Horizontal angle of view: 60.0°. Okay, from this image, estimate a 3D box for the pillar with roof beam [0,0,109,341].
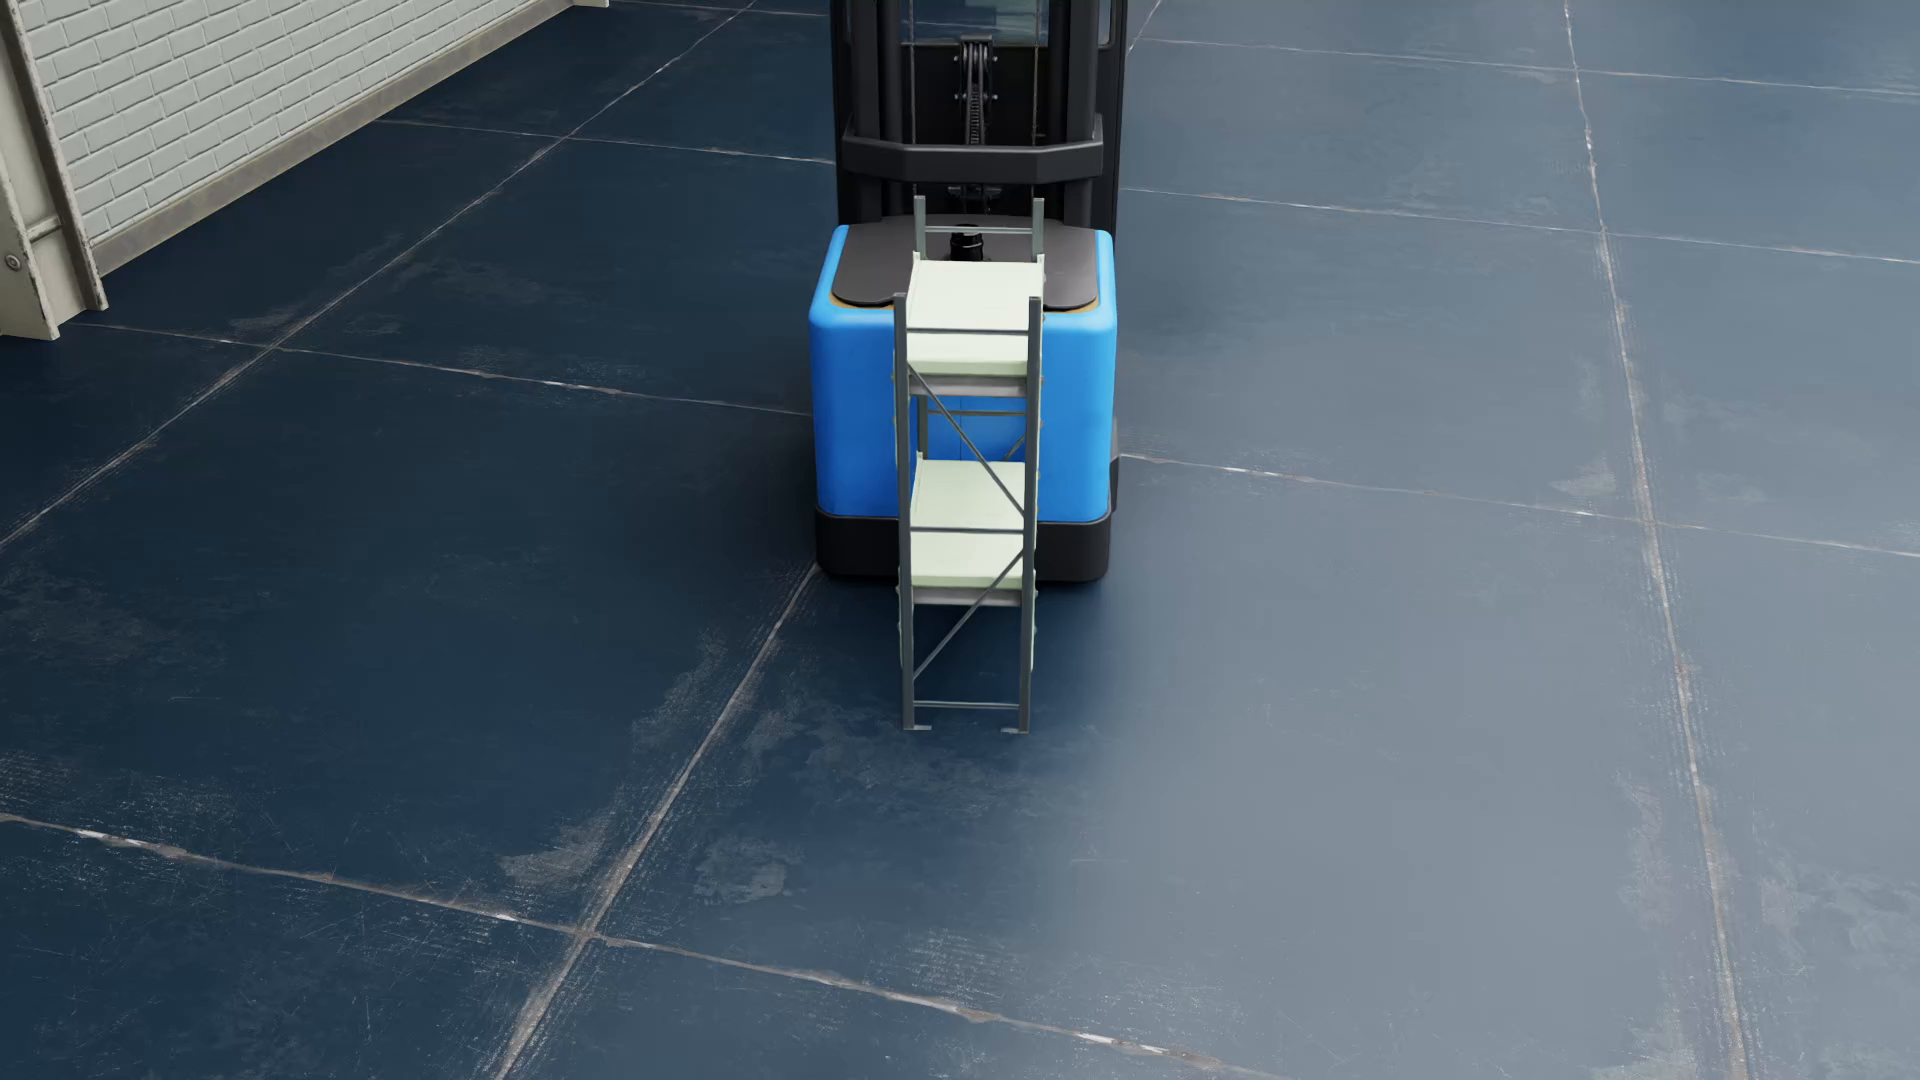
[{"bbox_3d":[-0.138,-4.259,4.561,9.100,9.000,0.400,8,33,12],"label":"pillar with roof beam"}]

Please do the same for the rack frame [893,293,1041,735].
[{"bbox_3d":[0.020,-0.025,4.891,0.400,1.500,0.023,2,32,3],"label":"rack frame"}]

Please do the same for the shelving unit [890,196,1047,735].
[{"bbox_3d":[0.039,-0.221,5.199,0.431,1.500,0.755,2,32,3],"label":"shelving unit"}]

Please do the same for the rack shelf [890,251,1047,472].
[{"bbox_3d":[0.039,-0.550,4.990,0.431,0.370,0.720,2,32,3],"label":"rack shelf"}]

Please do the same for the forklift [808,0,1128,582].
[{"bbox_3d":[0.081,-1.851,6.429,1.130,2.935,3.031,2,32,3],"label":"forklift"}]

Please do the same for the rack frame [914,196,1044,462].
[{"bbox_3d":[0.058,-0.417,5.508,0.400,1.500,0.023,2,32,3],"label":"rack frame"}]

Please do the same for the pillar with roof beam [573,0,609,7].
[{"bbox_3d":[1.384,-7.372,9.459,9.100,9.000,0.400,8,33,12],"label":"pillar with roof beam"}]

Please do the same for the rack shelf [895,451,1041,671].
[{"bbox_3d":[0.039,0.054,5.374,0.431,0.370,0.720,2,32,3],"label":"rack shelf"}]
